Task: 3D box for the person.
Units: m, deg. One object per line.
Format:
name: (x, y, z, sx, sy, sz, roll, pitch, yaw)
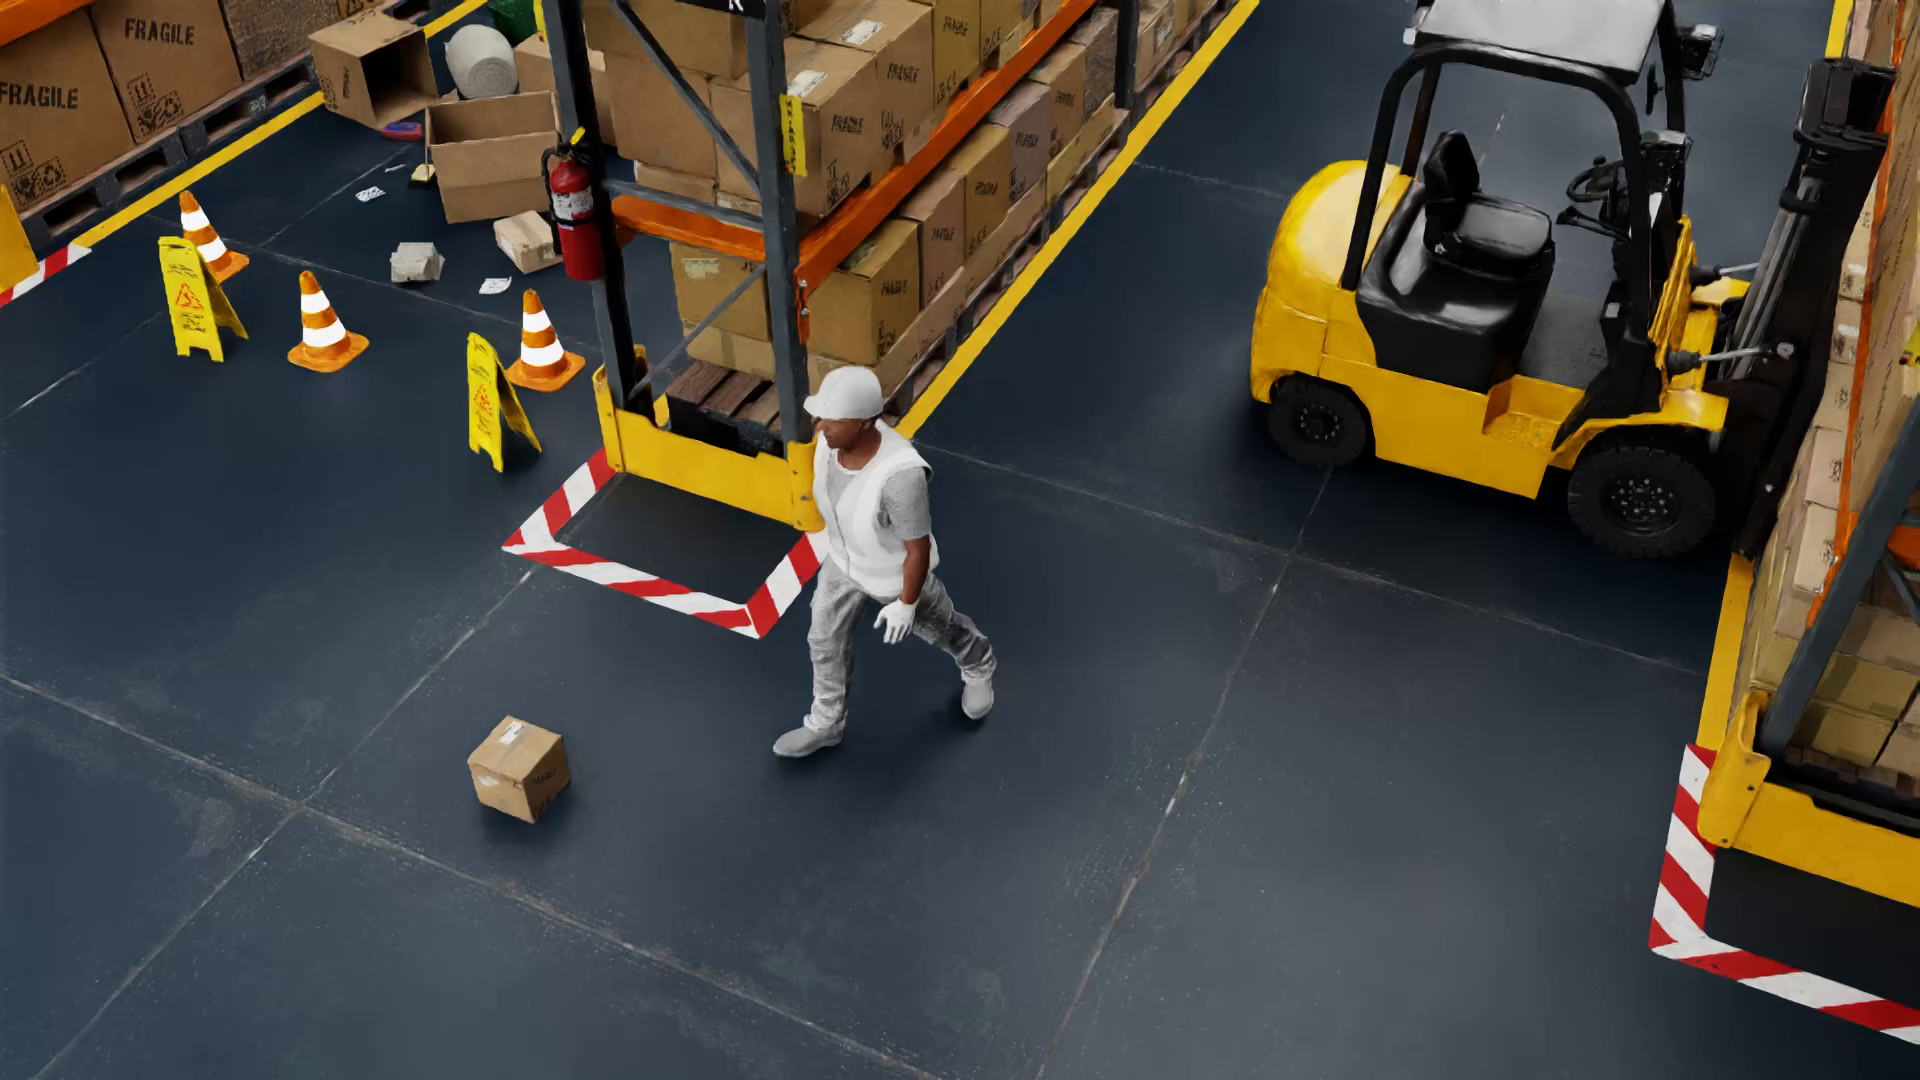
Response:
person: (-0.289, 0.078, 6.080, 0.936, 1.758, 0.596, -32, 51, -31)
